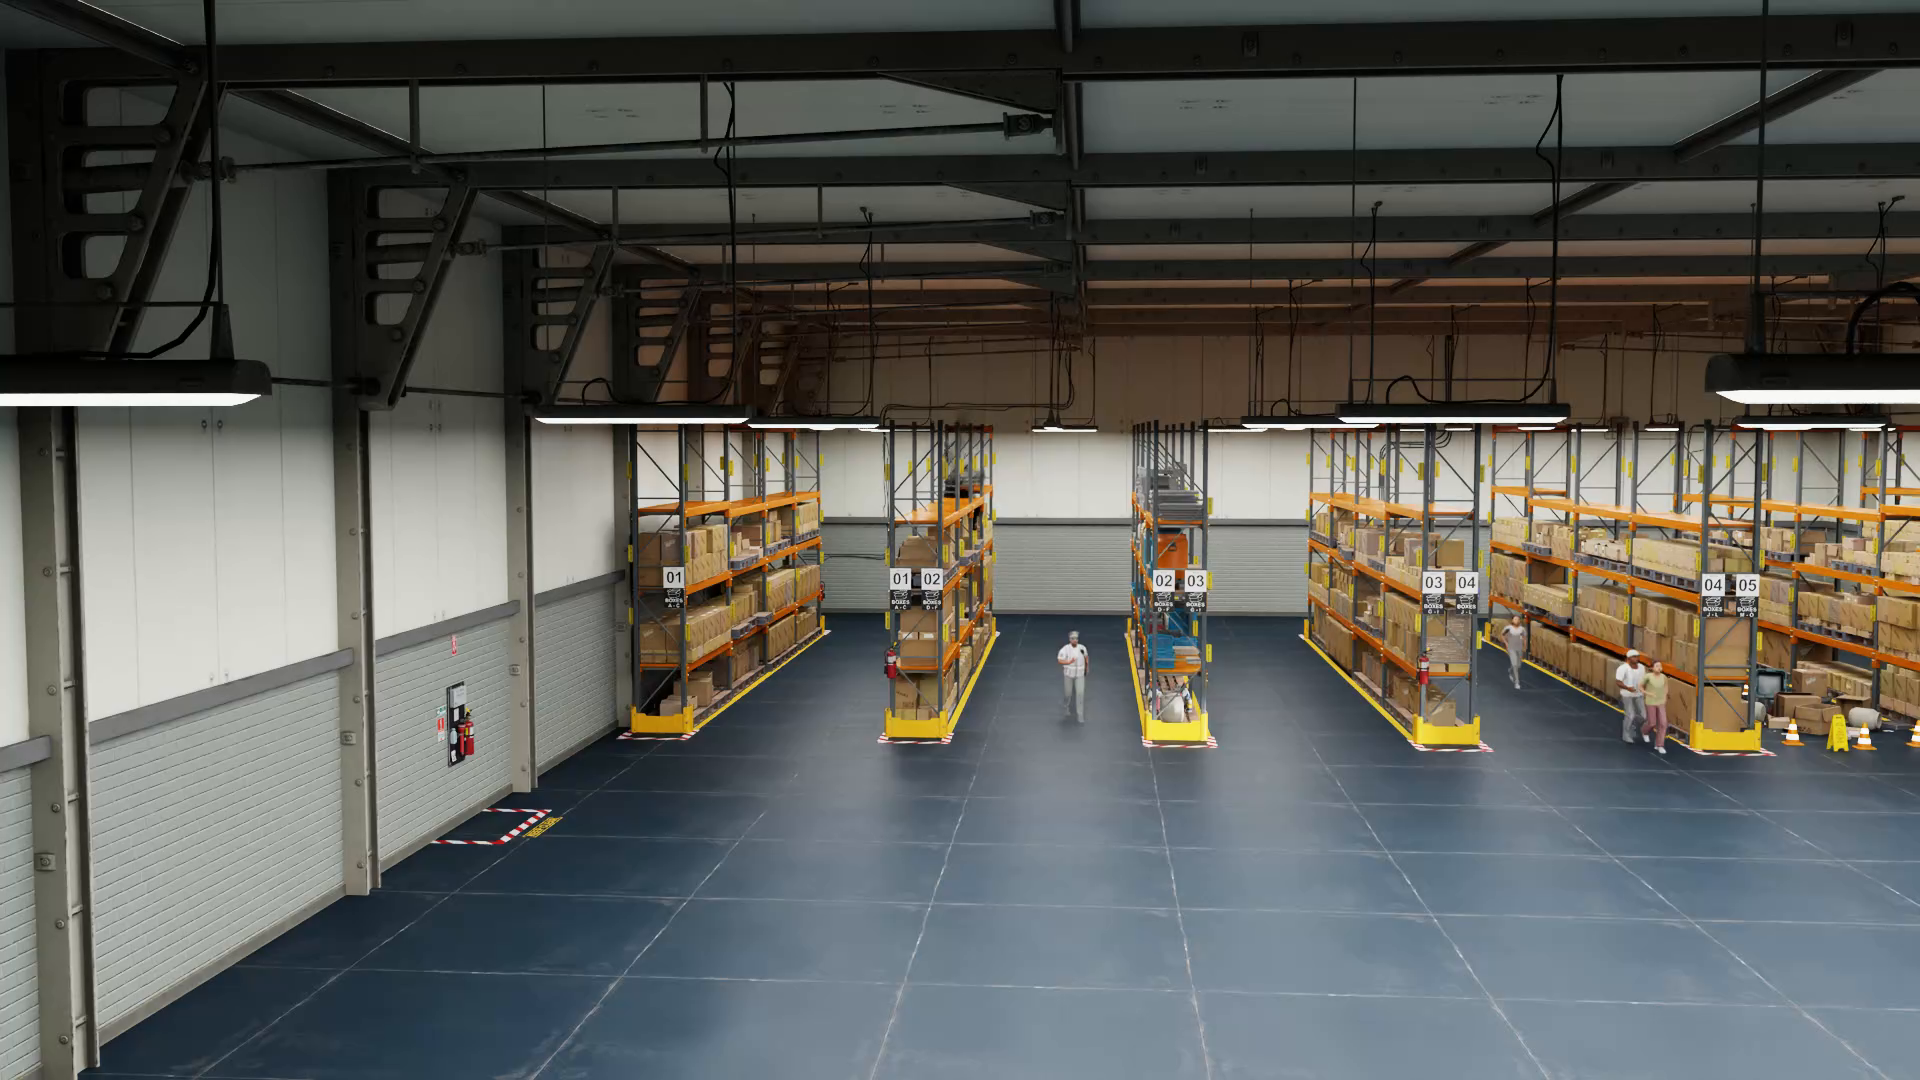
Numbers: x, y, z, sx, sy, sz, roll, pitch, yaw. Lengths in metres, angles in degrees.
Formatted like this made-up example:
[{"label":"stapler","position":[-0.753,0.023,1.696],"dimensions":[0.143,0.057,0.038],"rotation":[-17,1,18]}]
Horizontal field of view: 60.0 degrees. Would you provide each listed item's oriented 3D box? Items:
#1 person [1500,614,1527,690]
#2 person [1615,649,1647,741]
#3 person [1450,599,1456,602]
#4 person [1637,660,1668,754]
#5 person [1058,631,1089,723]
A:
[{"label":"person","position":[12.590,2.514,37.766],"dimensions":[0.567,1.669,0.879],"rotation":[0,4,1]},{"label":"person","position":[12.549,2.898,30.931],"dimensions":[0.726,1.732,0.588],"rotation":[-1,4,-11]},{"label":"person","position":[14.149,1.959,47.466],"dimensions":[0.623,1.579,0.713],"rotation":[0,4,-4]},{"label":"person","position":[12.614,2.996,30.229],"dimensions":[0.615,1.668,0.832],"rotation":[0,4,-2]},{"label":"person","position":[2.284,2.703,33.322],"dimensions":[0.661,1.771,0.985],"rotation":[0,4,-6]}]
